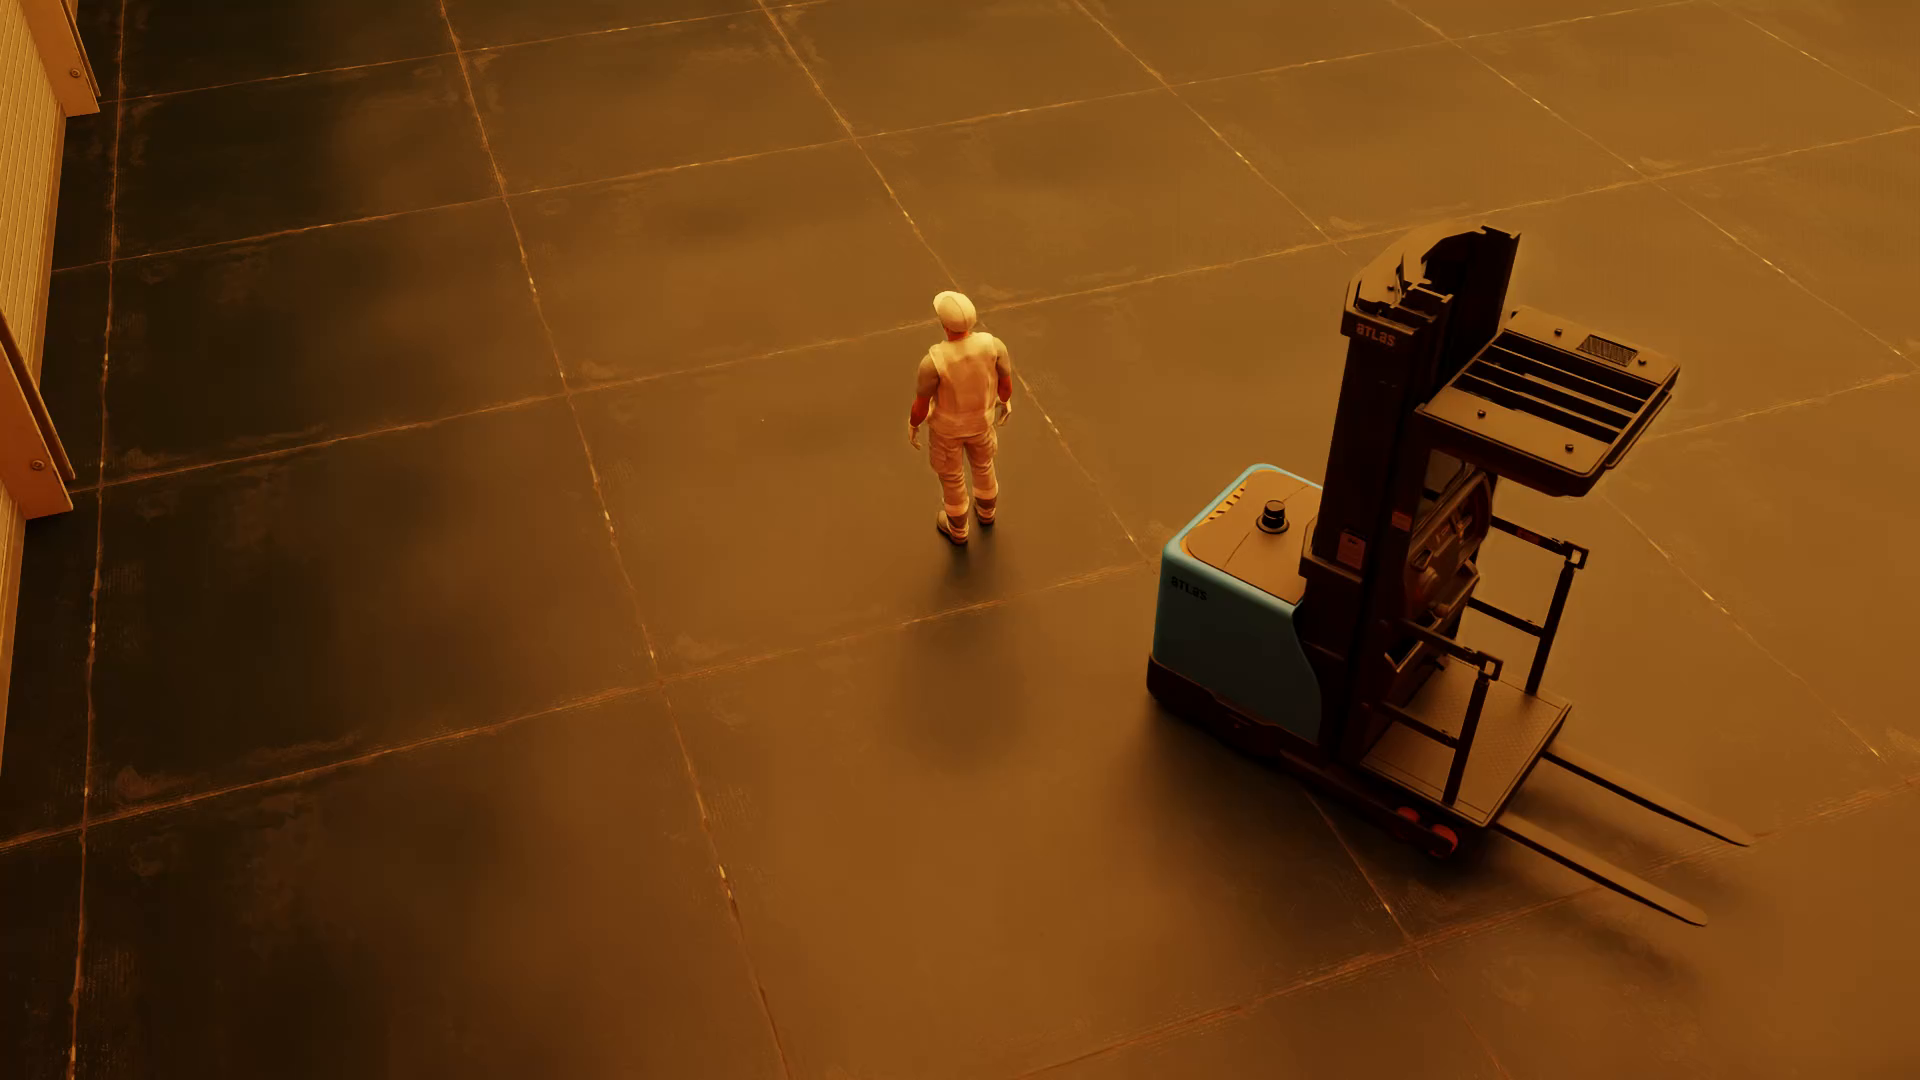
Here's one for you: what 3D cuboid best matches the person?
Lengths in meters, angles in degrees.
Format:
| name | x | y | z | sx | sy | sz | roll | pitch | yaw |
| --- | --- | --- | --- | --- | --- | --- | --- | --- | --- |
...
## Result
| name | x | y | z | sx | sy | sz | roll | pitch | yaw |
| --- | --- | --- | --- | --- | --- | --- | --- | --- | --- |
| person | -0.016 | -0.742 | 9.757 | 0.637 | 1.790 | 0.562 | -13 | 42 | -15 |

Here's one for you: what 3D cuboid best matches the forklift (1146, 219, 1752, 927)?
| name | x | y | z | sx | sy | sz | roll | pitch | yaw |
| --- | --- | --- | --- | --- | --- | --- | --- | --- | --- |
| forklift | 2.502 | 0.085 | 7.895 | 3.031 | 2.935 | 1.130 | 27 | 47 | 28 |
